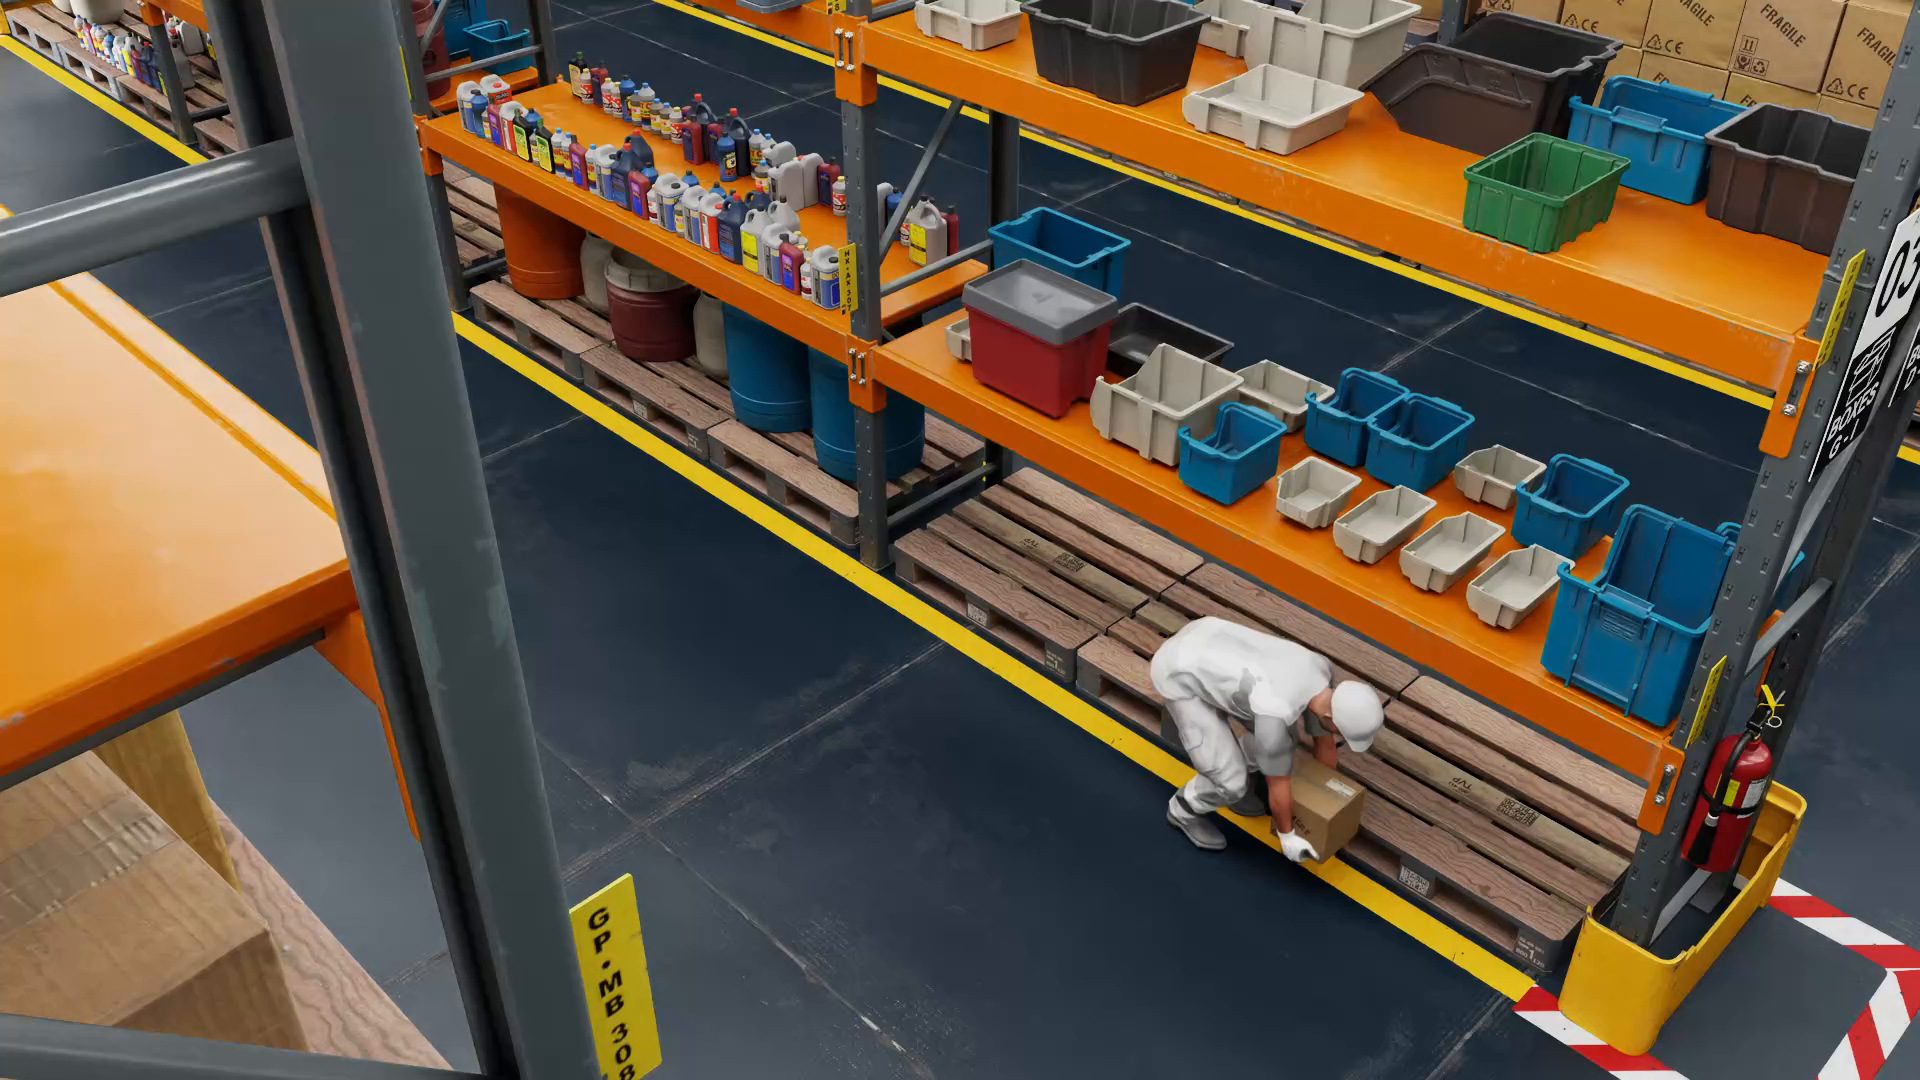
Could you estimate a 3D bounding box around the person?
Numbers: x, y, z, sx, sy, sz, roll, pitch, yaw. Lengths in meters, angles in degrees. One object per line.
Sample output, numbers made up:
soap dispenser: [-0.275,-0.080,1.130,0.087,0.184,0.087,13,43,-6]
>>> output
person: [1.197,0.822,6.638,0.957,1.004,0.535,28,44,33]
